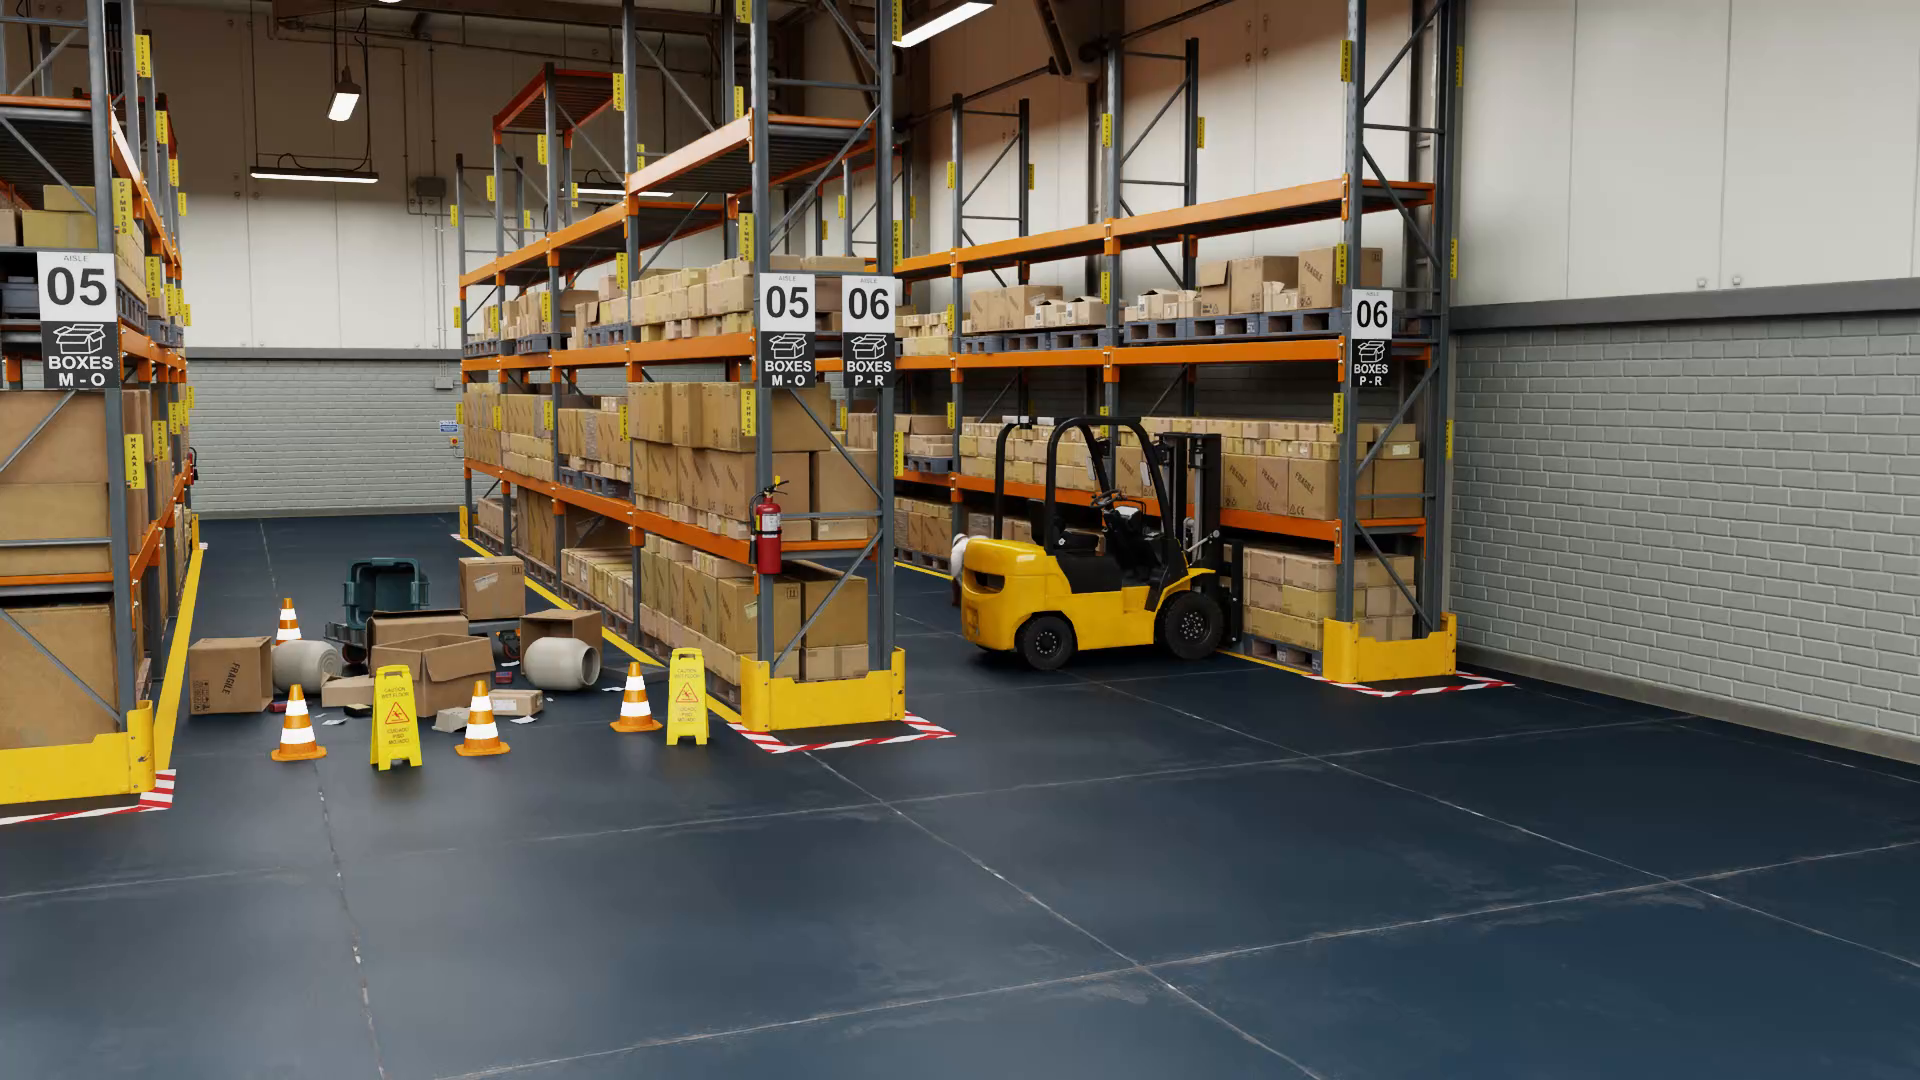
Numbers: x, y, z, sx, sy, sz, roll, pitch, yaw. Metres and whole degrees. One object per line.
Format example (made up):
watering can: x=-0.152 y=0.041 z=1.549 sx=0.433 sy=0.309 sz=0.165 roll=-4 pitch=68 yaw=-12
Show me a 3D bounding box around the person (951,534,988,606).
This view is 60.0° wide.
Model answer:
person: x=0.192 y=0.371 z=18.047 sx=0.531 sy=0.810 sz=0.959 roll=-3 pitch=6 yaw=-25
